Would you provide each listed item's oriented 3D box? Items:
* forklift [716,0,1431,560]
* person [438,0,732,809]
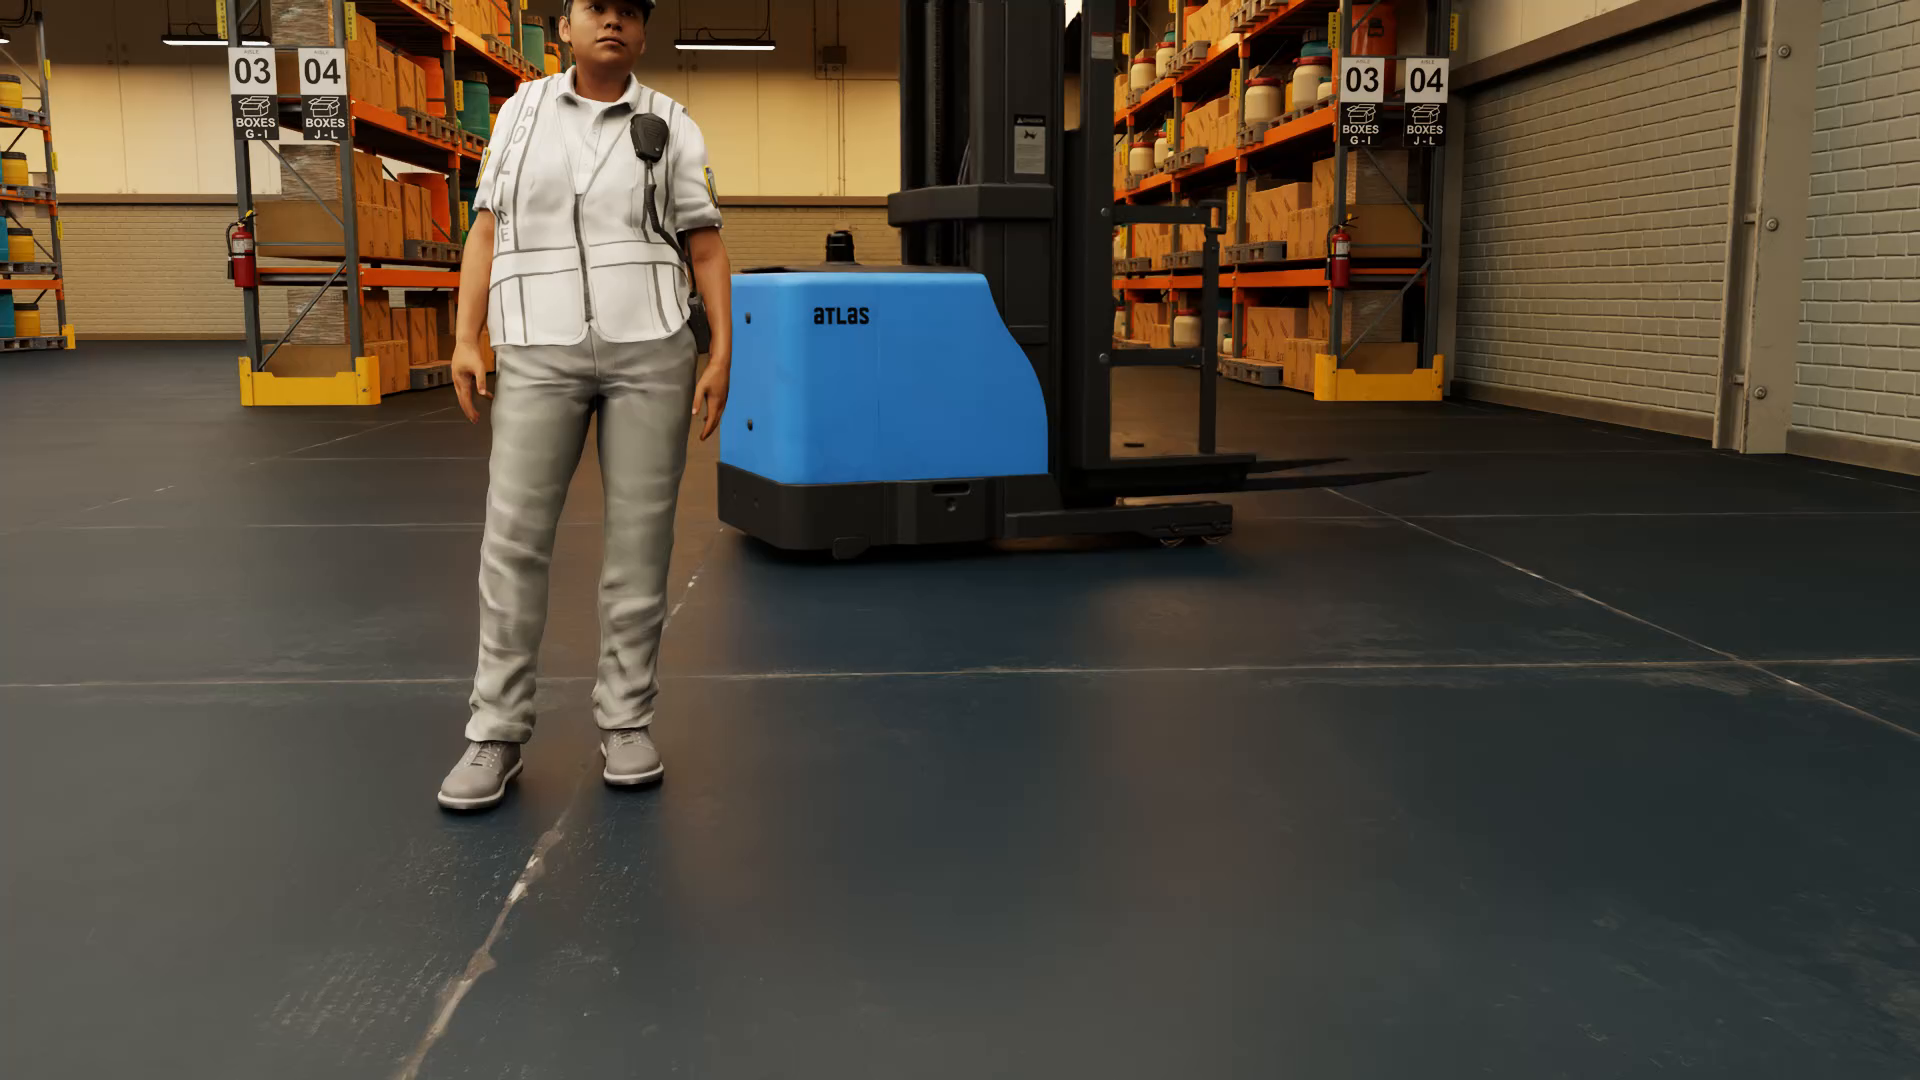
[{"bbox_3d":[0.558,-1.493,6.884,3.031,2.935,1.130,-4,9,-23],"label":"forklift"},{"bbox_3d":[-0.760,-0.340,3.375,0.598,1.670,0.529,-1,9,-9],"label":"person"}]
